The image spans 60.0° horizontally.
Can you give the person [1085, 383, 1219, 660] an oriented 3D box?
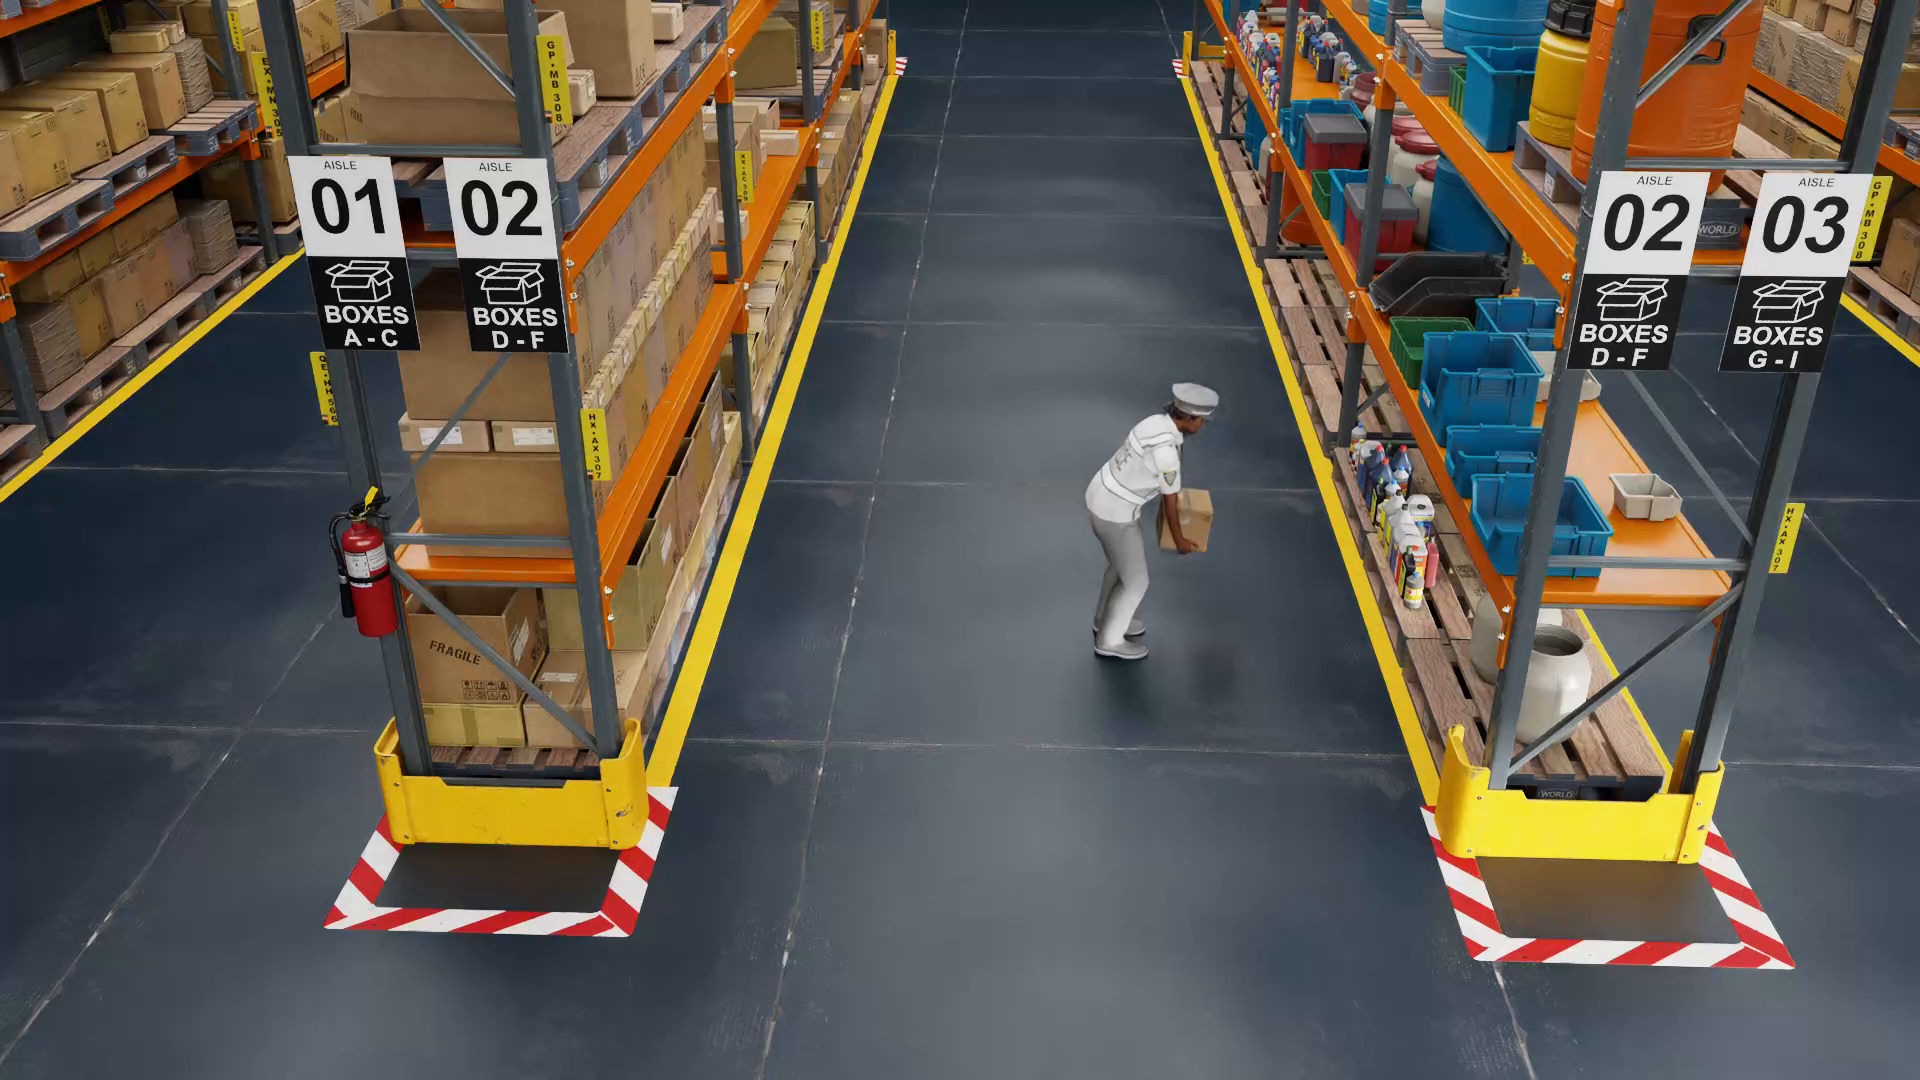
[{"bbox_3d":[1.007,-0.104,8.957,0.668,1.540,0.414,0,28,1],"label":"person"}]
